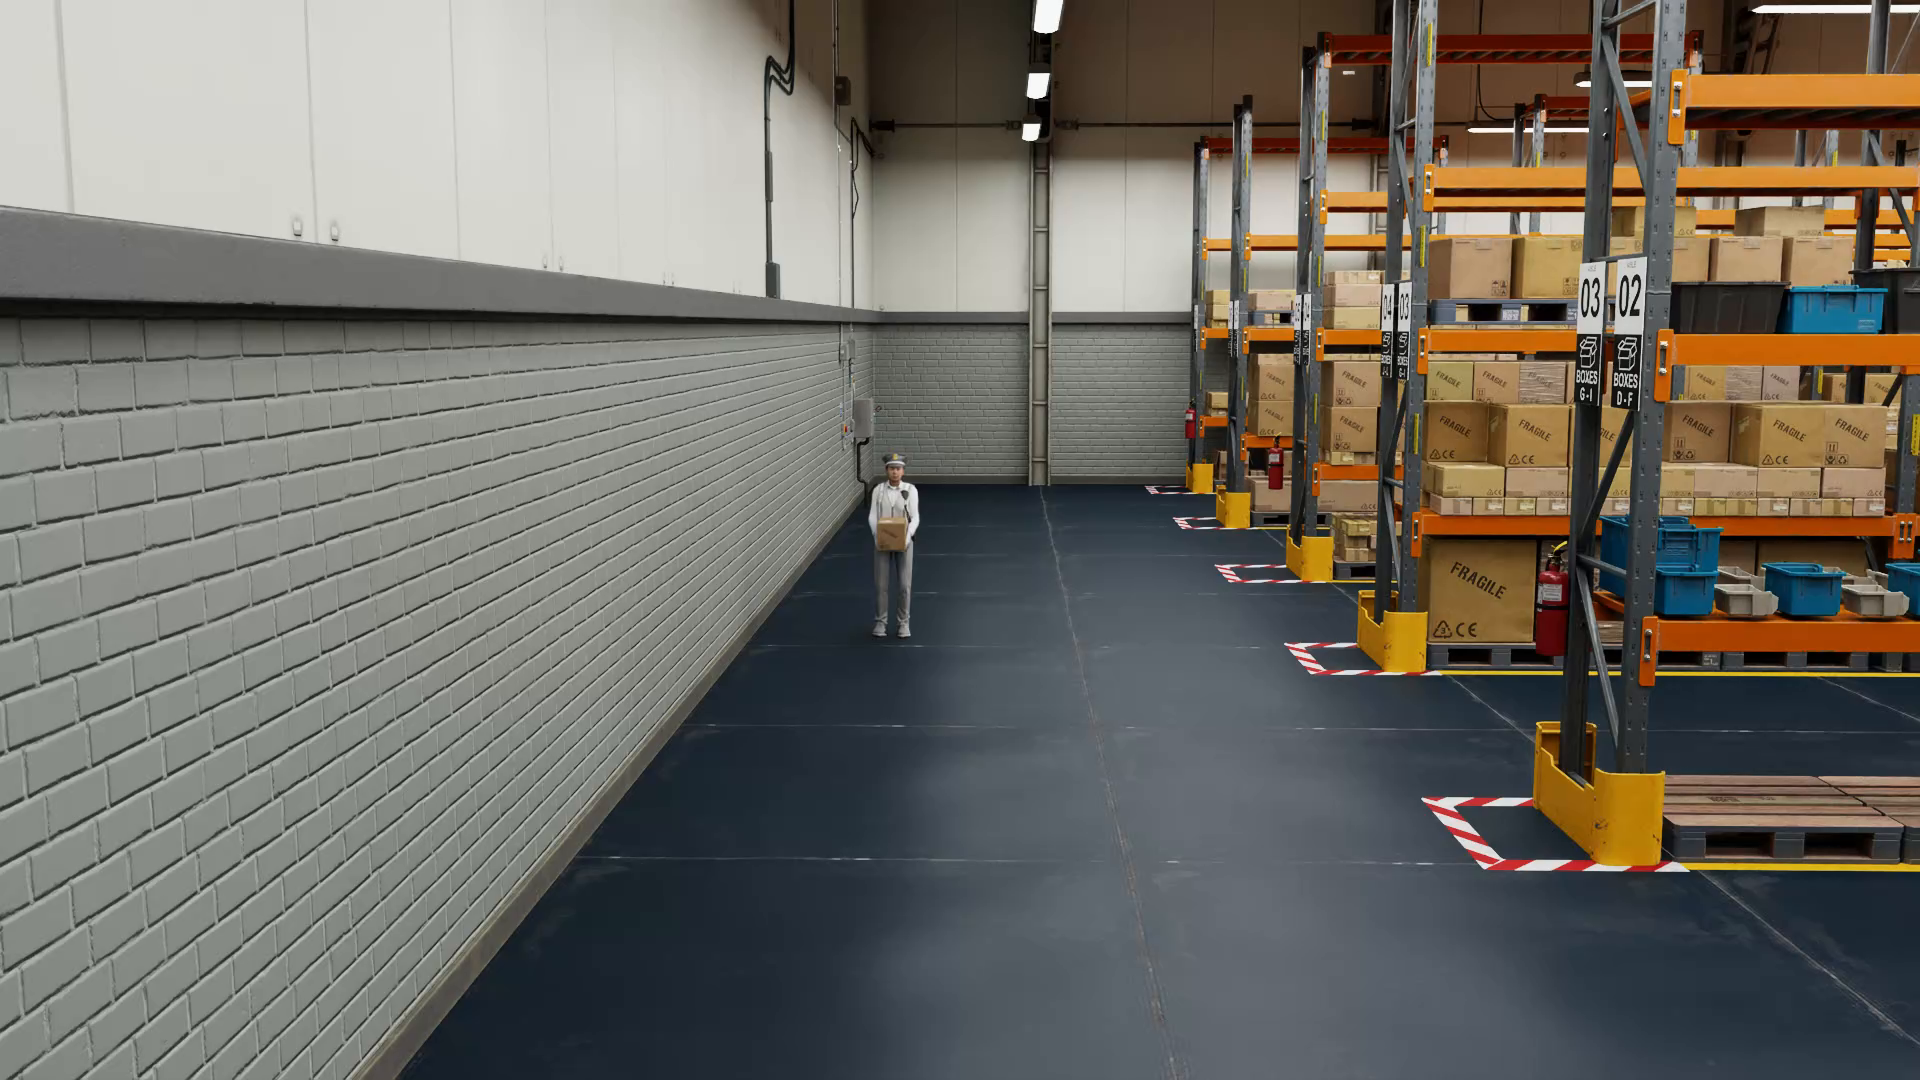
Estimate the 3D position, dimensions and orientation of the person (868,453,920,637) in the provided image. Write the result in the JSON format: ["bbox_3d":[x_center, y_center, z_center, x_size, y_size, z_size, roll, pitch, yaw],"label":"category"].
[{"bbox_3d":[-0.609,0.043,15.314,0.482,1.692,0.517,0,7,1],"label":"person"}]
